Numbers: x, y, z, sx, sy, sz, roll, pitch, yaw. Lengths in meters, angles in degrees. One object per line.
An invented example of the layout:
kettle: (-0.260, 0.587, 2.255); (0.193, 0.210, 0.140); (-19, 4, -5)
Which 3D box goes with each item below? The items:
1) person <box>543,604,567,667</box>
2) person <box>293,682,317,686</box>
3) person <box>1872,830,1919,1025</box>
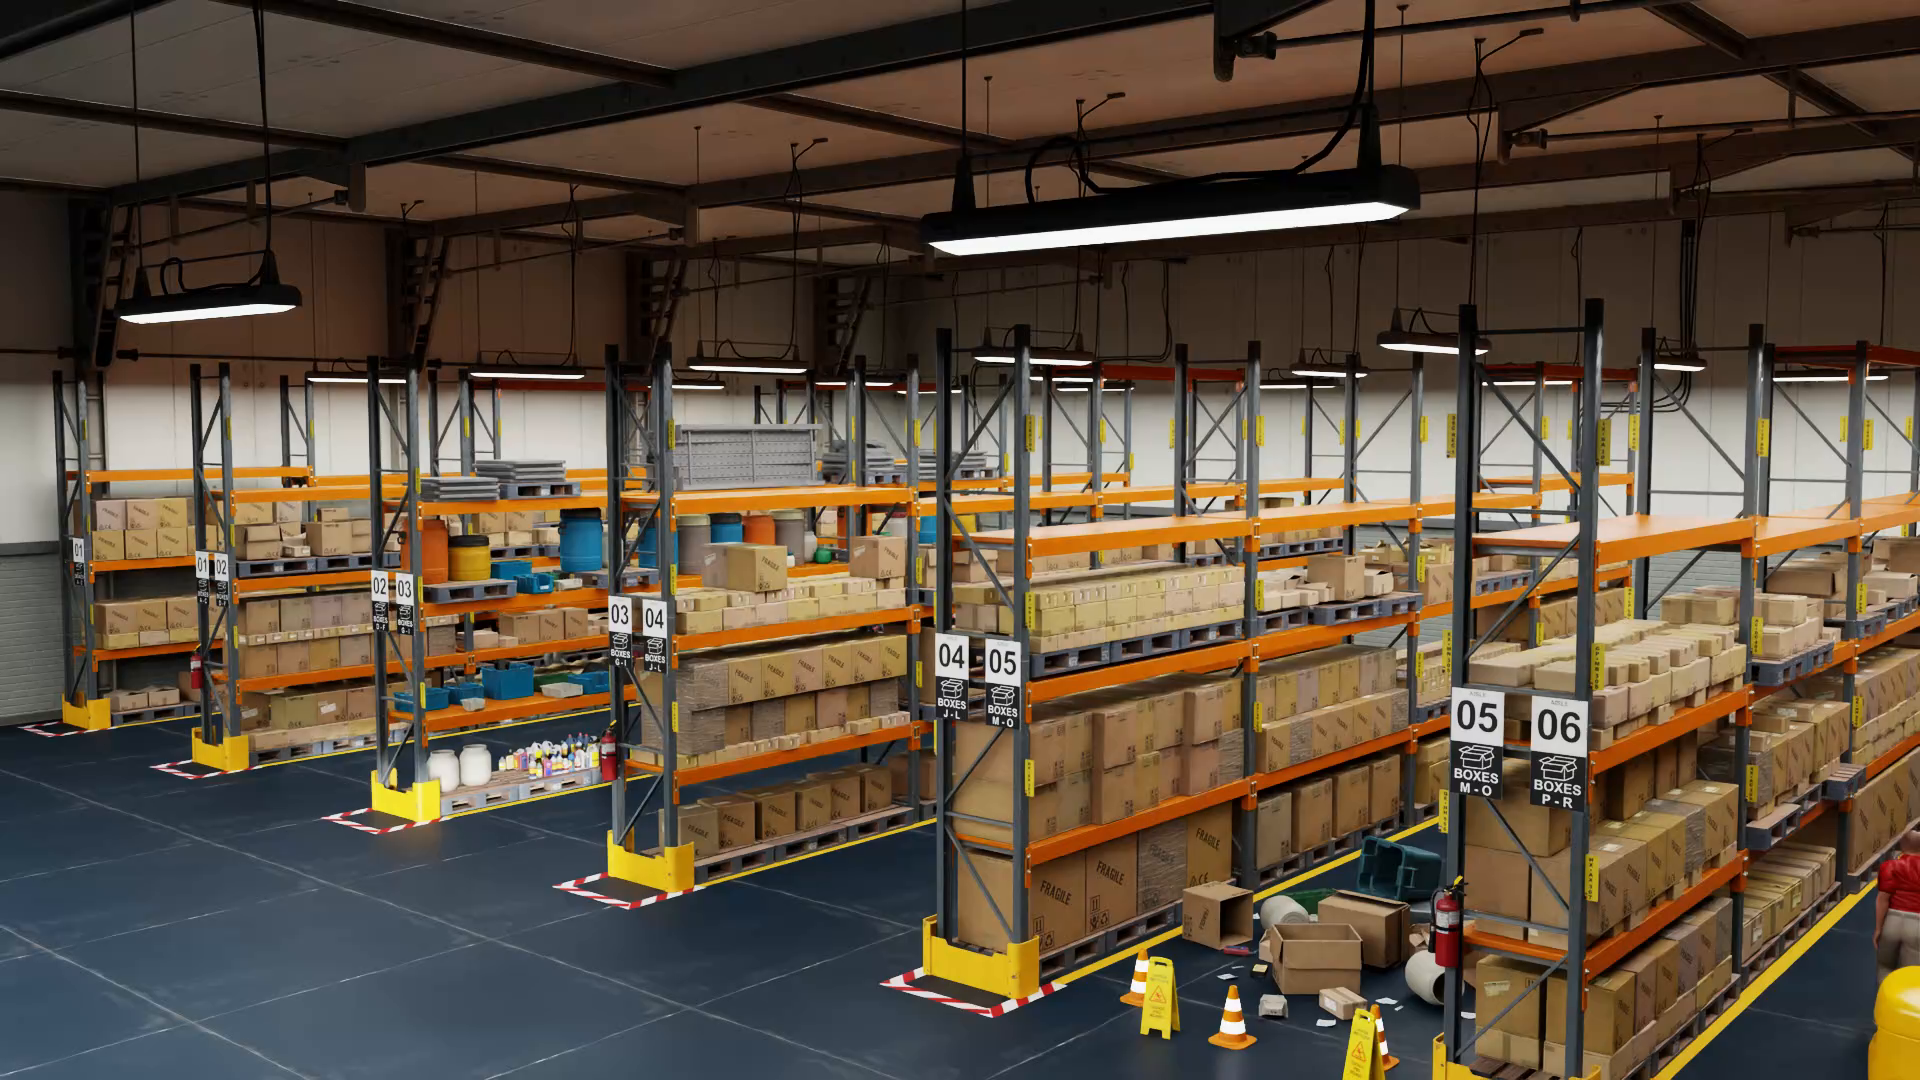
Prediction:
person: (-7.937, 1.997, 32.753); (0.565, 1.643, 0.592); (3, 5, 34)
person: (-11.154, 2.258, 28.296); (0.597, 1.759, 0.754); (1, 4, 14)
person: (7.937, 3.317, 13.934); (0.542, 1.755, 0.599); (3, 5, 36)
